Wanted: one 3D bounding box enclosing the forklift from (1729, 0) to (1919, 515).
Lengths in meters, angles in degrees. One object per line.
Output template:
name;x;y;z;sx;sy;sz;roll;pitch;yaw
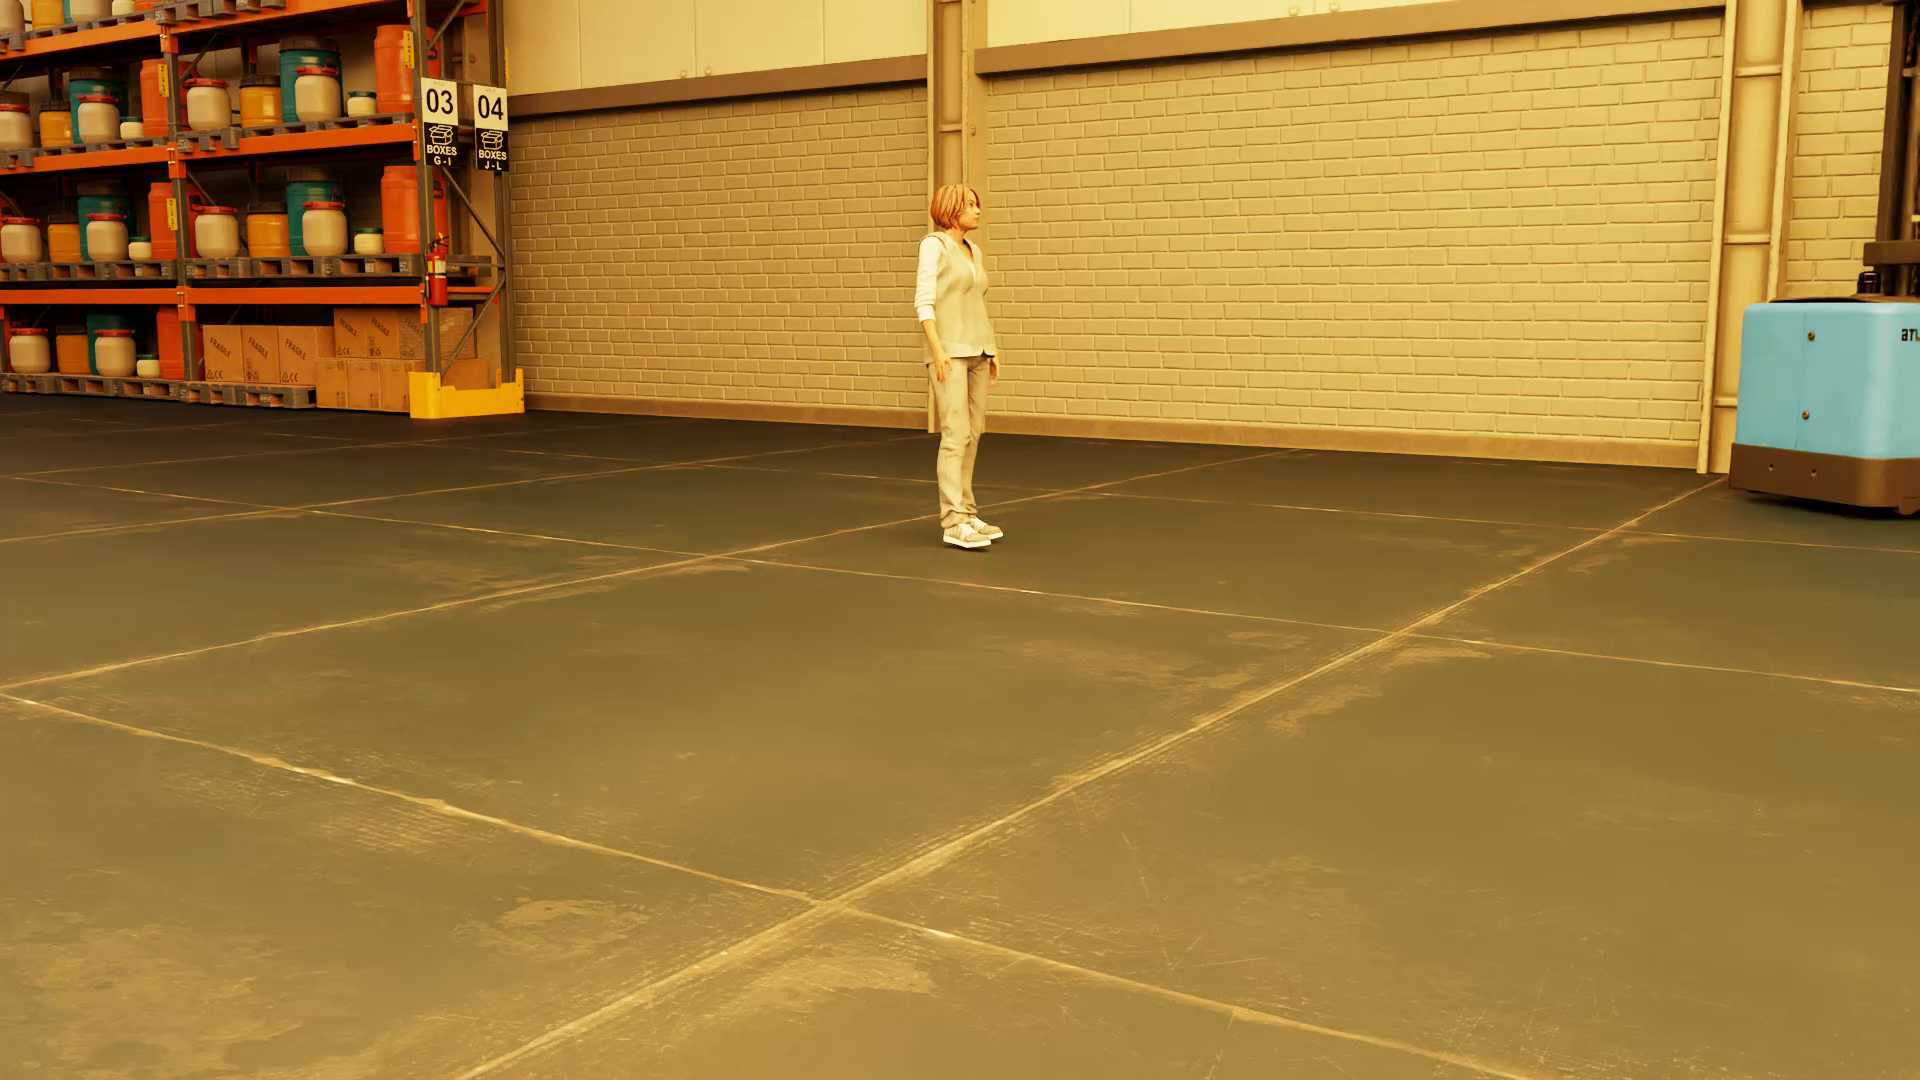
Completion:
forklift;5.805;-1.665;8.902;3.031;2.935;1.130;-2;8;-15

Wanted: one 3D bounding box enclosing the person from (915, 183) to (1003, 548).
person;0.054;-0.791;7.437;0.473;1.599;0.520;5;10;34
